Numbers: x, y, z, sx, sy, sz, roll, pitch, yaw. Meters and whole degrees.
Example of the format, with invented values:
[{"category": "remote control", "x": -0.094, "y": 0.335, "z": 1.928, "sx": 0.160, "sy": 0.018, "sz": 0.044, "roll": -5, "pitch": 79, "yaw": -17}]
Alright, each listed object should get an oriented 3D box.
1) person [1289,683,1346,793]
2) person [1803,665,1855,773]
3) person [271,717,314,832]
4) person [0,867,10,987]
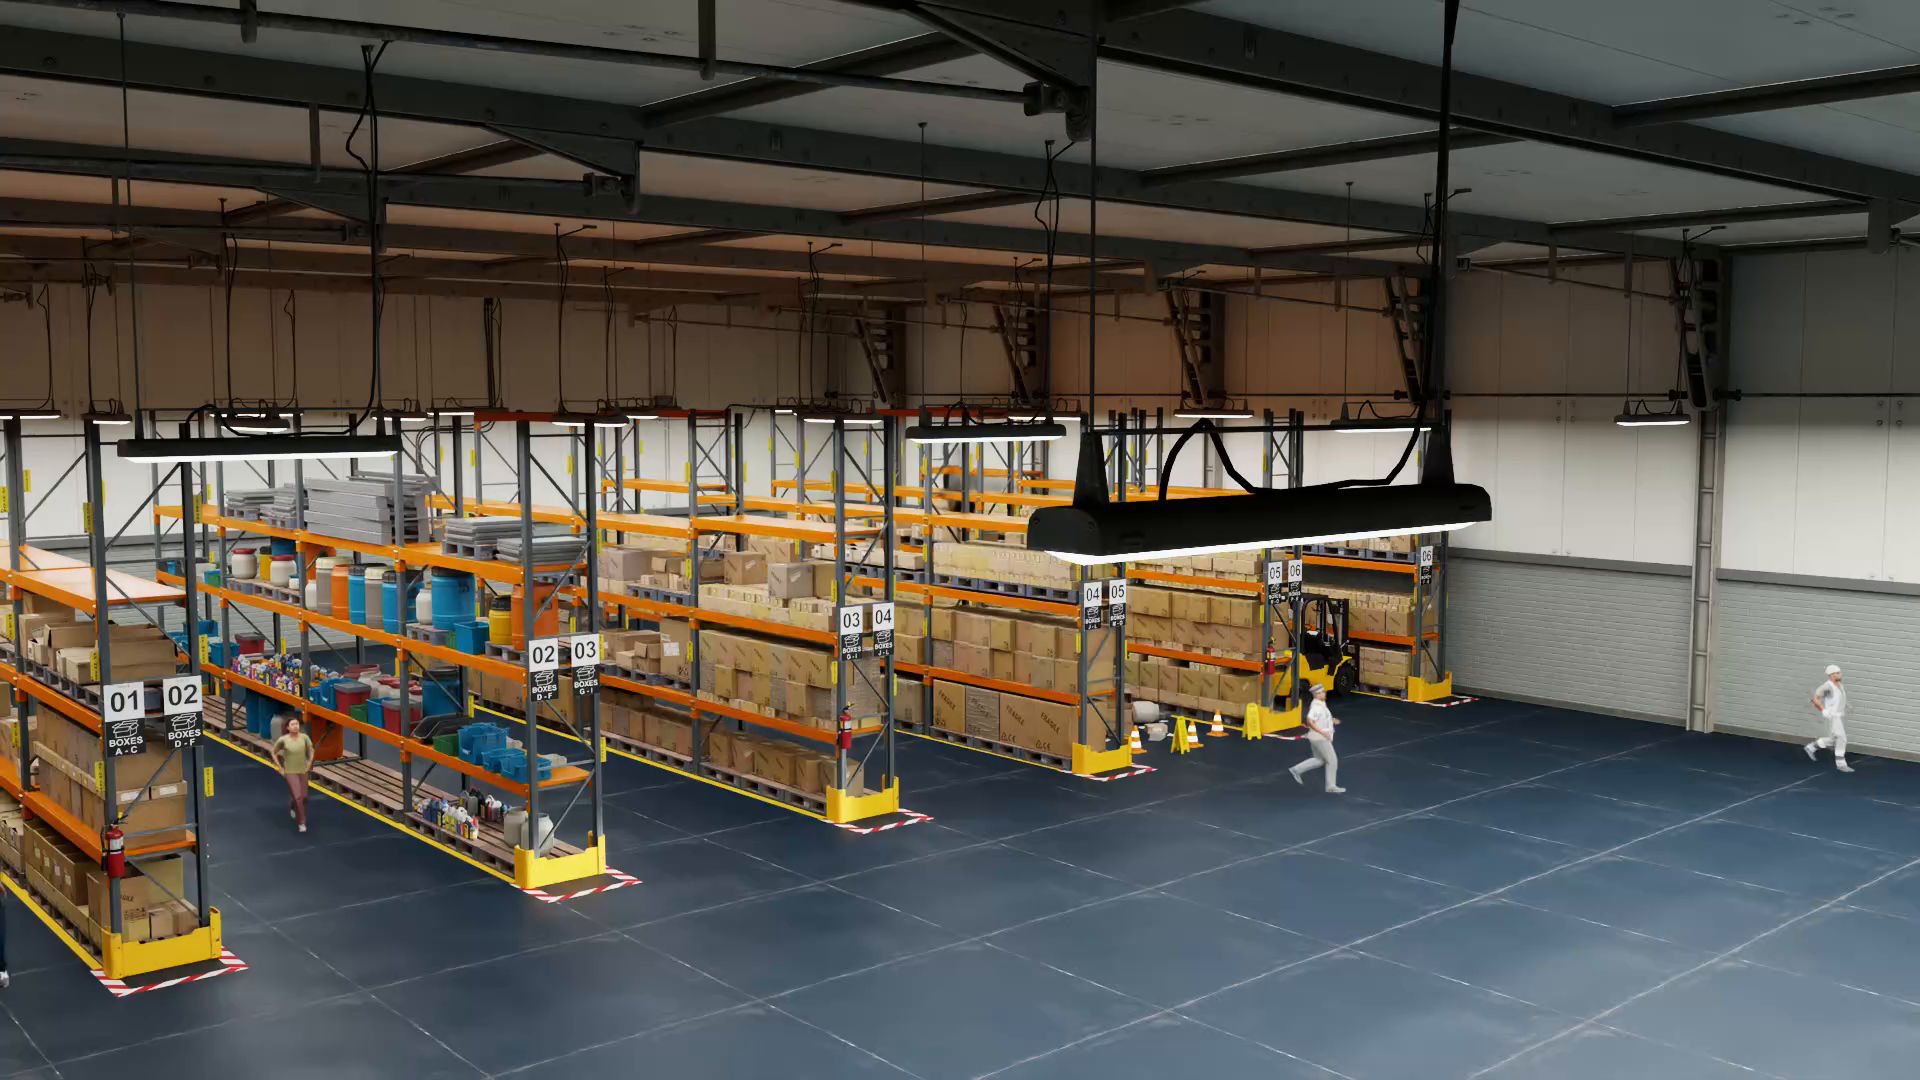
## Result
[{"category": "person", "x": 5.693, "y": 3.133, "z": 26.413, "sx": 0.885, "sy": 1.751, "sz": 0.676, "roll": 1, "pitch": 5, "yaw": 7}, {"category": "person", "x": 14.690, "y": 2.986, "z": 28.062, "sx": 0.657, "sy": 1.776, "sz": 0.867, "roll": -4, "pitch": 7, "yaw": -41}, {"category": "person", "x": -9.714, "y": 3.389, "z": 24.268, "sx": 0.590, "sy": 1.647, "sz": 0.767, "roll": -4, "pitch": 6, "yaw": -39}, {"category": "person", "x": -10.518, "y": 3.957, "z": 17.897, "sx": 0.745, "sy": 1.624, "sz": 0.515, "roll": 4, "pitch": 7, "yaw": 40}]
